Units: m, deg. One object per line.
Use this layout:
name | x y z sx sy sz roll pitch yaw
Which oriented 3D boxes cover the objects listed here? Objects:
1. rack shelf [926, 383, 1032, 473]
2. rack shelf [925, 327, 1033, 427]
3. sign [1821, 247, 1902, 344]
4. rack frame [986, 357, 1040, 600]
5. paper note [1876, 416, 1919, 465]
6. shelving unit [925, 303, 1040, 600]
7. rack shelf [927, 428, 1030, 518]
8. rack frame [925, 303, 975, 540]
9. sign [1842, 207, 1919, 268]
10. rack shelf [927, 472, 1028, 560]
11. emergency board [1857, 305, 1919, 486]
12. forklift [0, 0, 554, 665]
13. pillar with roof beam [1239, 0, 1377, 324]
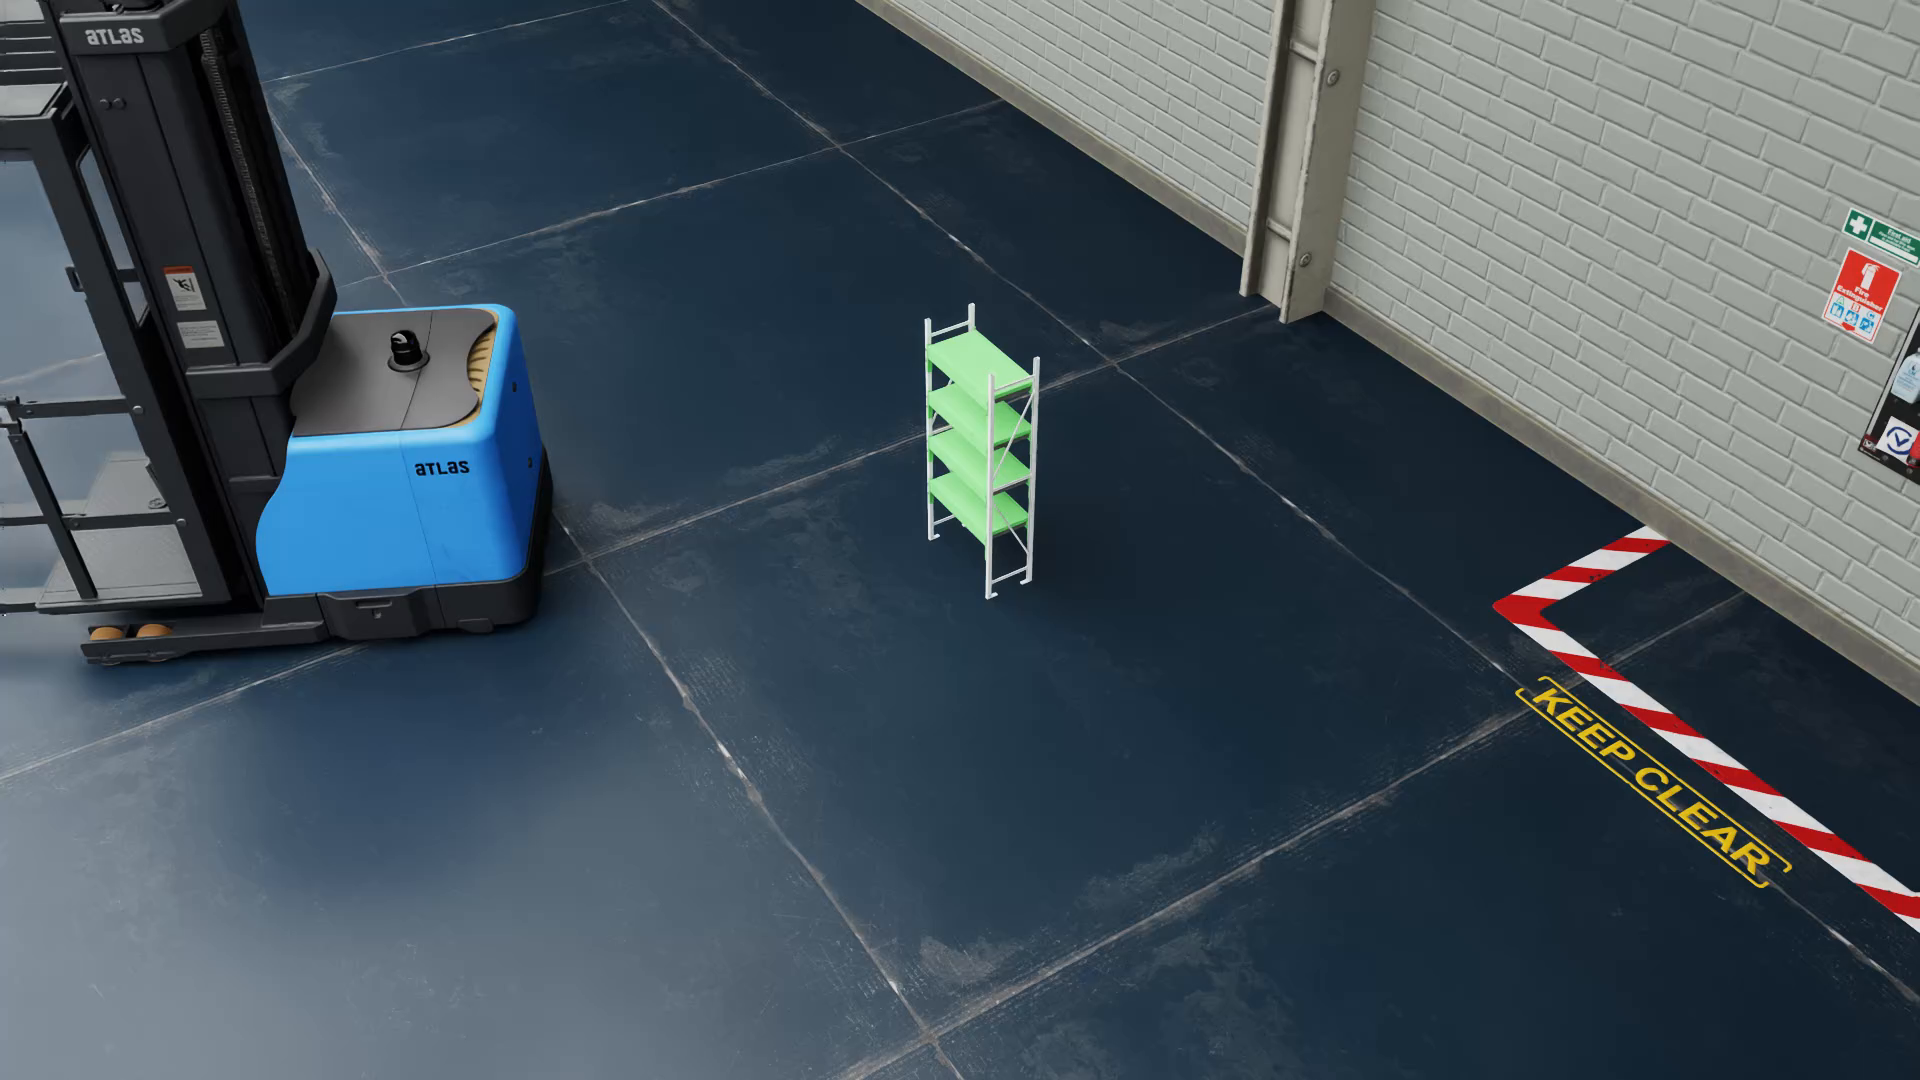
rack shelf | 0.089 -0.507 7.146 0.258 0.148 0.480 -22 45 -24
rack shelf | 0.089 -0.691 6.992 0.258 0.148 0.480 -22 45 -24
sign | 3.536 -0.959 6.530 0.001 0.329 0.234 -22 45 -24
rack frame | 0.220 -0.240 7.101 0.240 1.200 0.015 -22 45 -24
paper note | 3.710 -0.392 6.566 0.016 0.148 0.142 -22 45 -24
shelving unit | 0.089 -0.372 7.259 0.258 1.200 0.503 -22 45 -24
rack shelf | 0.089 -0.323 7.300 0.258 0.148 0.480 -22 45 -24
rack frame | -0.042 -0.503 7.417 0.240 1.200 0.015 -22 45 -24
sign | 3.531 -1.157 6.353 0.001 0.109 0.331 -22 45 -24
rack shelf | 0.089 -0.138 7.453 0.258 0.148 0.480 -22 45 -24
emergency board | 3.747 -0.611 6.140 0.194 1.169 0.643 -22 45 -24
forklift | -3.402 -0.948 6.598 3.031 2.935 1.130 -4 40 -5
pillar with roof beam | -1.813 -3.326 4.712 9.100 9.000 0.400 -22 45 -24
